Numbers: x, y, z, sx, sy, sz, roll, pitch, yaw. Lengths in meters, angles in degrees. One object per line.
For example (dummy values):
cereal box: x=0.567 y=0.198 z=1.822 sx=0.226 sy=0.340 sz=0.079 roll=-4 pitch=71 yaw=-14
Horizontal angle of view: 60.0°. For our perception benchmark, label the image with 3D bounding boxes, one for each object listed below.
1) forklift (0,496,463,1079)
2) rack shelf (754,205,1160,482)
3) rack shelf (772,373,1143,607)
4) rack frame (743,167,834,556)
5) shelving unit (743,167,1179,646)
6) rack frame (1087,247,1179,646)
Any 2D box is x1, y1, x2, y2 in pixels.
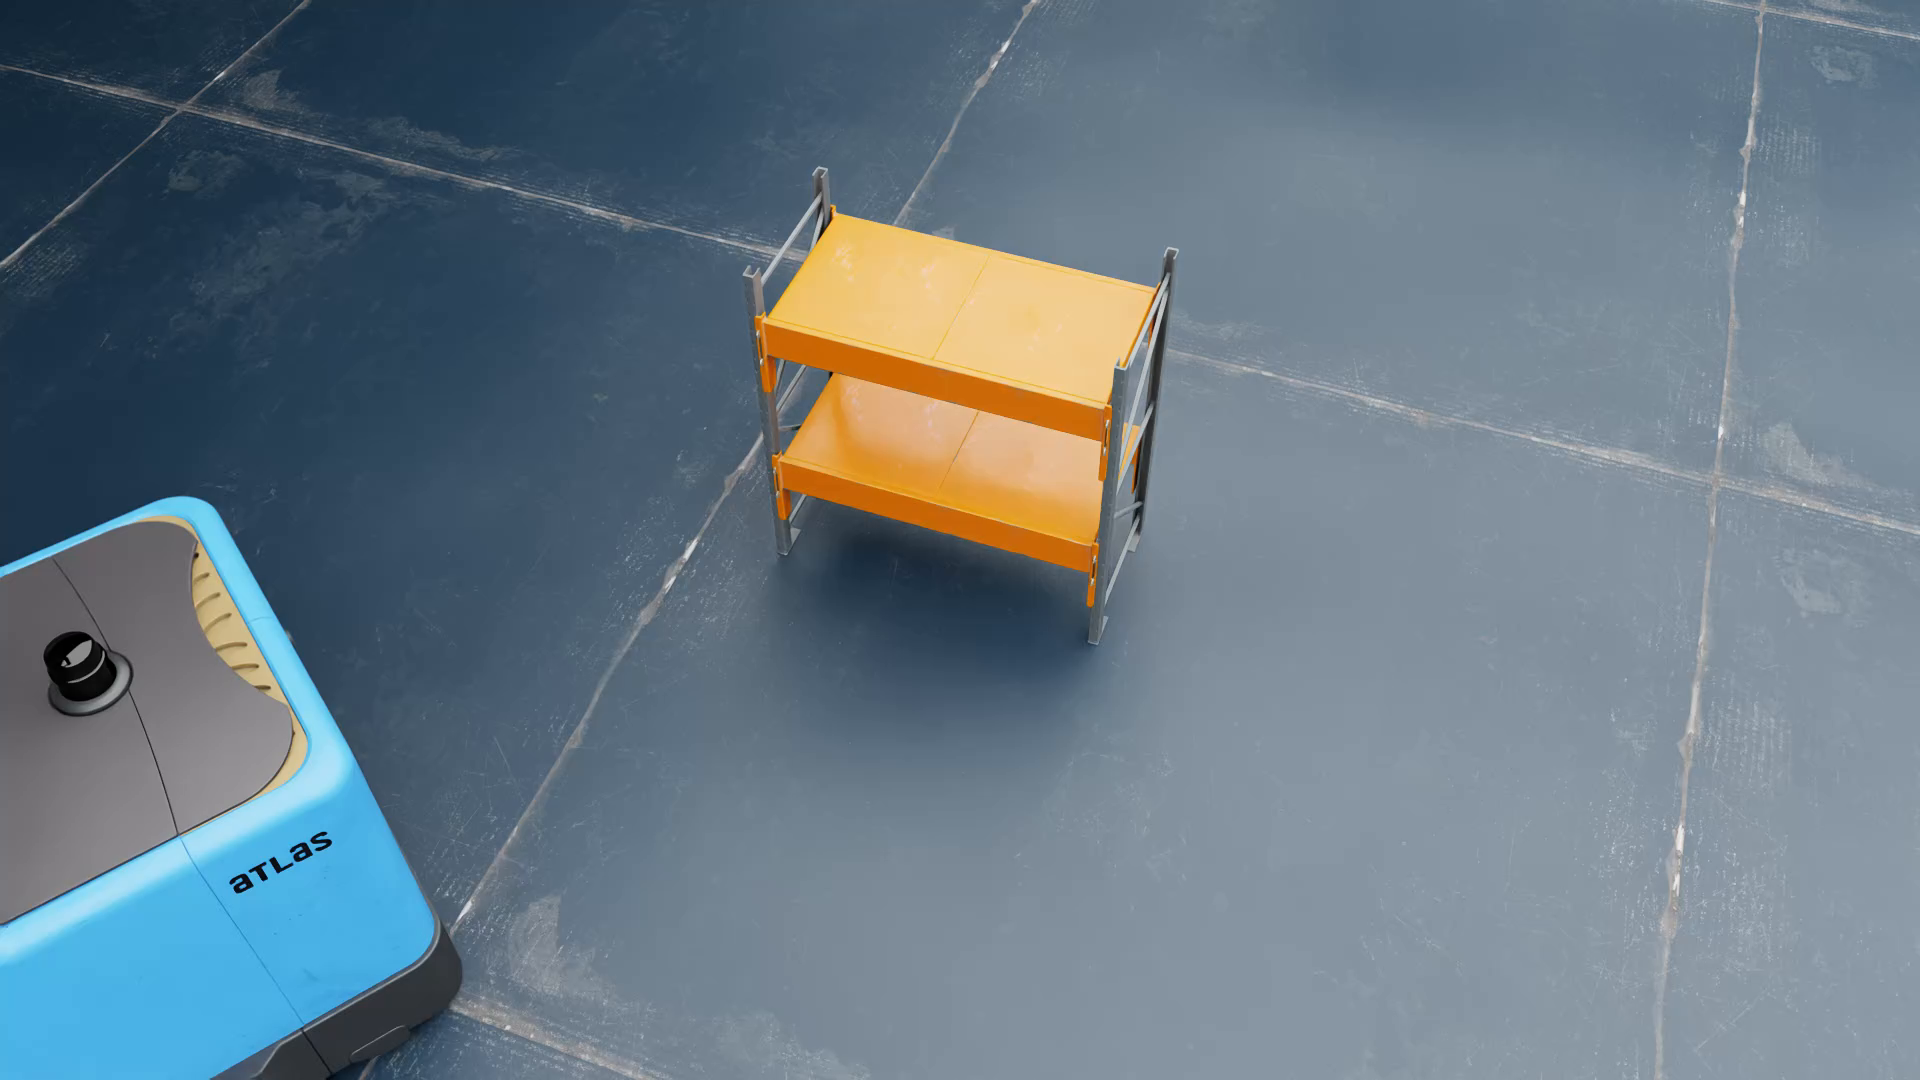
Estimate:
forklift: x=-2.751 y=0.557 z=2.828 sx=3.031 sy=2.935 sz=1.130 roll=-28 pitch=55 yaw=-22
rack shelf: x=0.006 y=-0.558 z=4.602 sx=1.000 sy=0.278 sz=0.538 roll=16 pitch=51 yaw=13
rack shelf: x=0.006 y=-0.207 z=5.008 sx=1.000 sy=0.278 sz=0.538 roll=16 pitch=51 yaw=13
rack frame: x=-0.471 y=-0.500 z=4.939 sx=0.032 sy=1.125 sz=0.500 roll=16 pitch=51 yaw=13
shelving unit: x=0.006 y=-0.367 z=4.823 sx=1.048 sy=1.125 sz=0.538 roll=16 pitch=51 yaw=13
rack frame: x=0.483 y=-0.234 z=4.708 sx=0.032 sy=1.125 sz=0.500 roll=16 pitch=51 yaw=13
